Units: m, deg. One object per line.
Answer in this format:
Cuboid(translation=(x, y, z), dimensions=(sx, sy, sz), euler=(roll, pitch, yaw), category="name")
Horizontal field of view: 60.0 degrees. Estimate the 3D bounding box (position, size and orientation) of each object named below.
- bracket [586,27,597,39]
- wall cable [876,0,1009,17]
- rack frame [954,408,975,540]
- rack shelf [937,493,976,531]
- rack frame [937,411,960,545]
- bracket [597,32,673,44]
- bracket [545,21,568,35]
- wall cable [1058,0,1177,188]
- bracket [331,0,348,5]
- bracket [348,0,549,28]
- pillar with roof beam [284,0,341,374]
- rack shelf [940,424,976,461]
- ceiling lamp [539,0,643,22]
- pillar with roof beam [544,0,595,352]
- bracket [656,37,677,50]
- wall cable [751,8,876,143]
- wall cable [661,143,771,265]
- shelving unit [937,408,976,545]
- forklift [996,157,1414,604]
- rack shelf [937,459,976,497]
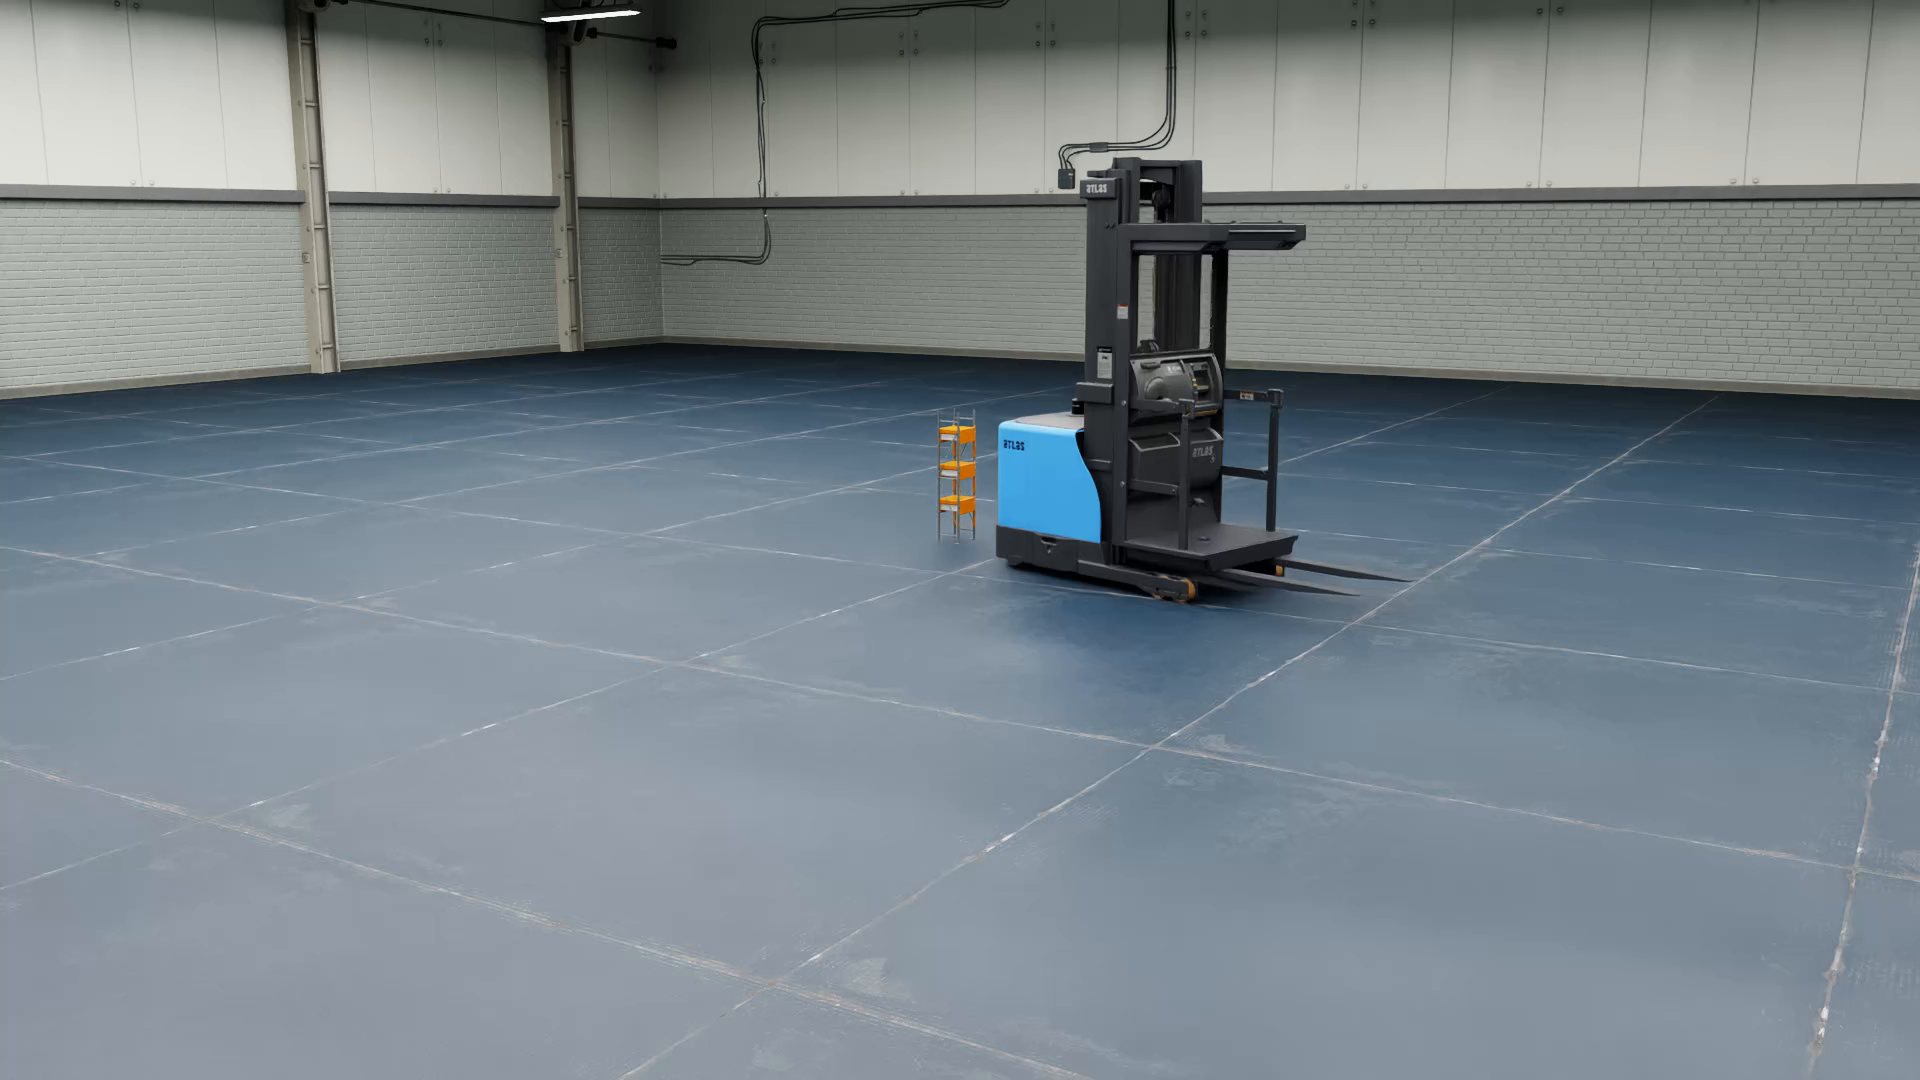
Cuboid(translation=(-7.424, -10.090, 33.028), dimensions=(0.235, 0.232, 0.430), euler=(6, 12, 31), category="bracket")
Cuboid(translation=(-0.326, -11.264, 31.434), dimensions=(3.097, 2.526, 0.112), euler=(6, 12, 31), category="wall cable")
Cuboid(translation=(0.036, -0.527, 13.330), dimensions=(0.200, 1.050, 0.008), euler=(6, 12, 31), category="rack frame")
Cuboid(translation=(-0.028, -0.224, 13.280), dimensions=(0.215, 0.259, 0.240), euler=(6, 12, 31), category="rack shelf")
Cuboid(translation=(-0.091, -0.488, 13.125), dimensions=(0.200, 1.050, 0.008), euler=(6, 12, 31), category="rack frame")
Cuboid(translation=(-6.500, -10.370, 34.522), dimensions=(0.076, 0.066, 3.189), euler=(6, 12, 31), category="bracket")
Cuboid(translation=(-7.854, -9.959, 32.330), dimensions=(0.235, 0.232, 0.430), euler=(6, 12, 31), category="bracket")
Cuboid(translation=(2.823, -9.388, 29.820), dimensions=(2.305, 6.003, 0.169), euler=(6, 12, 31), category="wall cable")
Cuboid(translation=(-10.539, -9.146, 27.987), dimensions=(0.235, 0.232, 0.430), euler=(6, 12, 31), category="bracket")
Cuboid(translation=(-9.192, -9.554, 30.166), dimensions=(0.076, 0.066, 4.783), euler=(6, 12, 31), category="bracket")
Cuboid(translation=(-7.378, -6.934, 25.954), dimensions=(9.100, 9.000, 0.548), euler=(6, 12, 31), category="pillar with roof beam")
Cuboid(translation=(-0.028, -0.776, 13.177), dimensions=(0.215, 0.259, 0.240), euler=(6, 12, 31), category="rack shelf")
Cuboid(translation=(-5.889, -10.097, 26.984), dimensions=(2.000, 3.185, 0.800), euler=(6, 12, 31), category="ceiling lamp")
Cuboid(translation=(-4.263, -7.878, 30.994), dimensions=(9.100, 9.000, 0.548), euler=(6, 12, 31), category="pillar with roof beam")
Cuboid(translation=(-6.193, -10.463, 35.018), dimensions=(0.235, 0.232, 0.430), euler=(6, 12, 31), category="bracket")
Cuboid(translation=(-2.971, -9.324, 33.432), dimensions=(3.097, 2.526, 0.112), euler=(6, 12, 31), category="wall cable")
Cuboid(translation=(-5.283, -7.100, 35.277), dimensions=(3.097, 2.526, 0.112), euler=(6, 12, 31), category="wall cable")
Cuboid(translation=(-0.028, -0.508, 13.227), dimensions=(0.215, 1.050, 0.252), euler=(6, 12, 31), category="shelving unit")
Cuboid(translation=(1.654, -1.121, 11.393), dimensions=(1.130, 2.935, 3.031), euler=(-10, 15, -43), category="forklift")
Cuboid(translation=(-0.028, -0.497, 13.229), dimensions=(0.215, 0.259, 0.240), euler=(6, 12, 31), category="rack shelf")
